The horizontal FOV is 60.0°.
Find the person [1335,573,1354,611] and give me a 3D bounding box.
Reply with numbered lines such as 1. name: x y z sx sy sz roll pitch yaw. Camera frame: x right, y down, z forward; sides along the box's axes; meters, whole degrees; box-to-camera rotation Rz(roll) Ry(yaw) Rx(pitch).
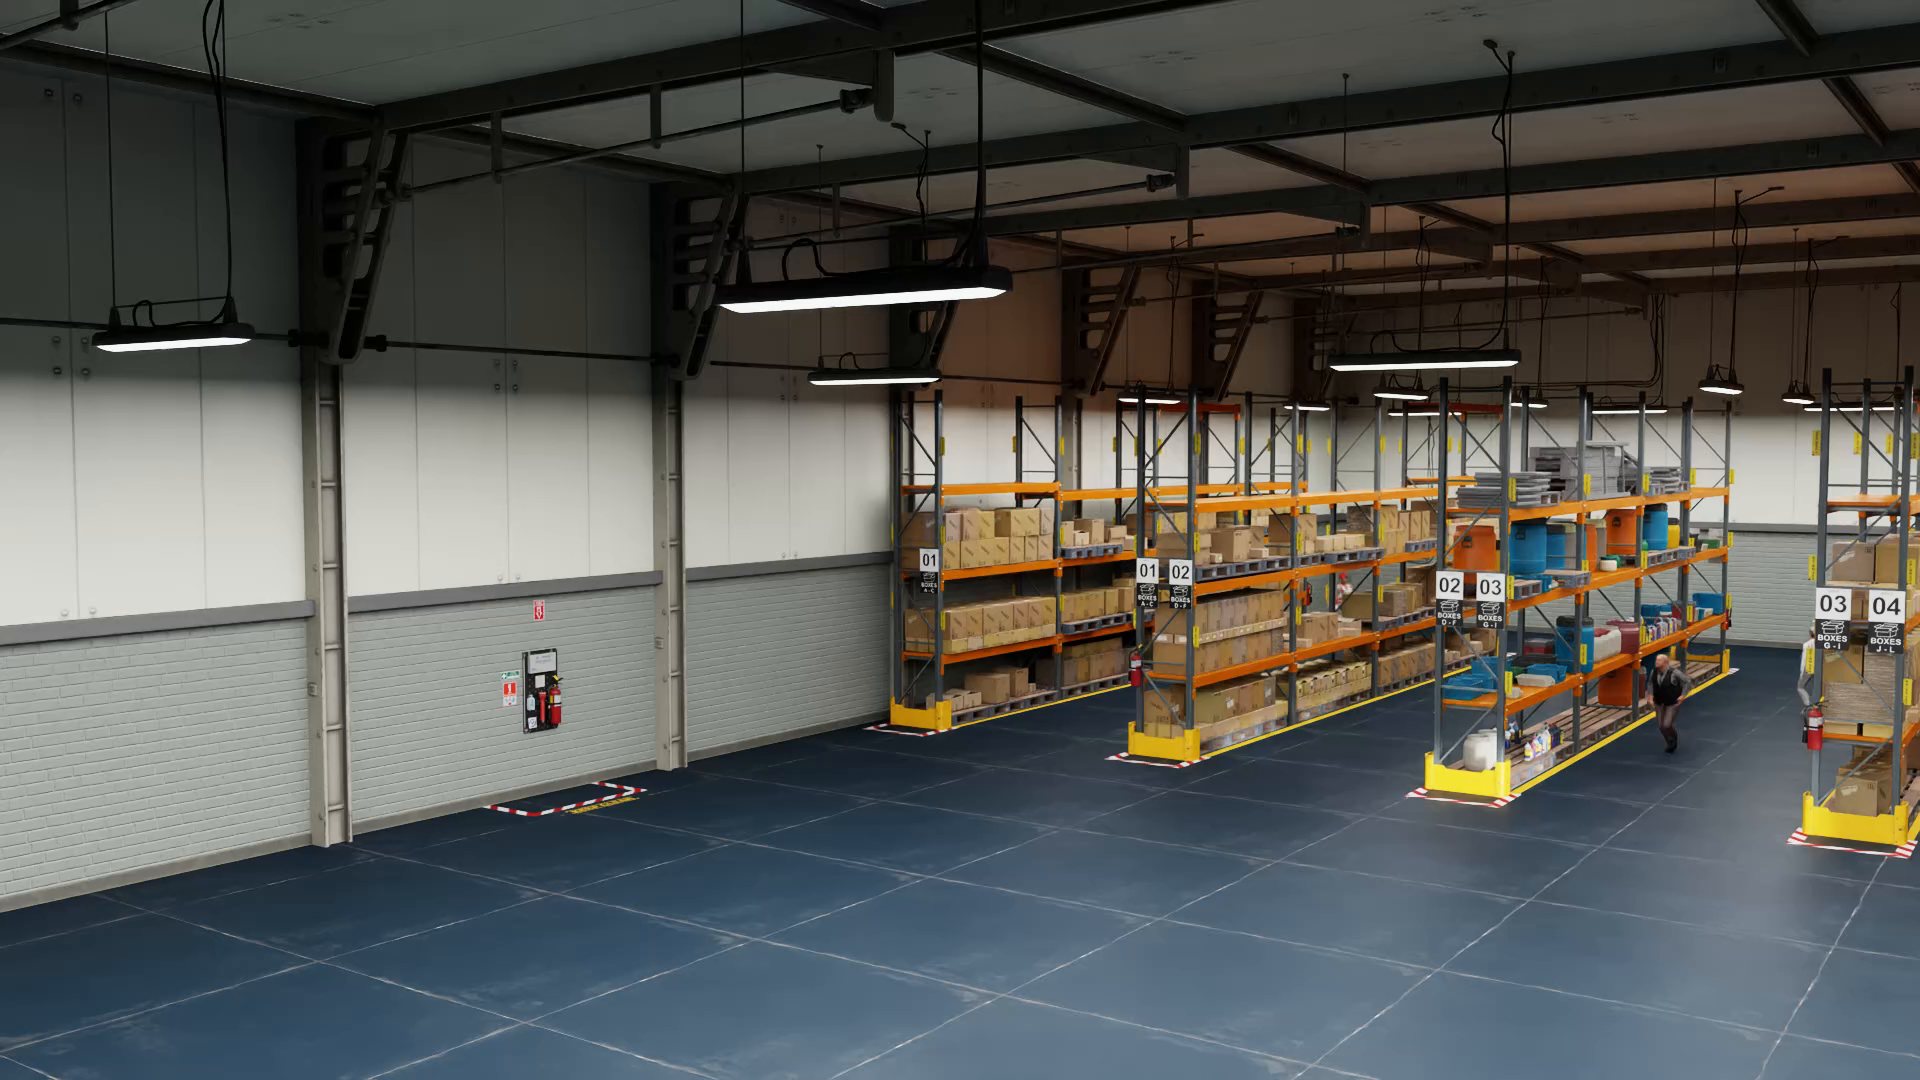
1. person: 10.130 1.701 43.671 0.511 1.684 1.005 -2 4 -33

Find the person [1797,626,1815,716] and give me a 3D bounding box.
1. person: 15.785 2.433 30.727 0.526 1.681 0.433 0 3 -2

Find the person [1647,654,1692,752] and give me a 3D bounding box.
1. person: 11.564 2.662 27.091 0.709 1.632 0.703 3 5 45
